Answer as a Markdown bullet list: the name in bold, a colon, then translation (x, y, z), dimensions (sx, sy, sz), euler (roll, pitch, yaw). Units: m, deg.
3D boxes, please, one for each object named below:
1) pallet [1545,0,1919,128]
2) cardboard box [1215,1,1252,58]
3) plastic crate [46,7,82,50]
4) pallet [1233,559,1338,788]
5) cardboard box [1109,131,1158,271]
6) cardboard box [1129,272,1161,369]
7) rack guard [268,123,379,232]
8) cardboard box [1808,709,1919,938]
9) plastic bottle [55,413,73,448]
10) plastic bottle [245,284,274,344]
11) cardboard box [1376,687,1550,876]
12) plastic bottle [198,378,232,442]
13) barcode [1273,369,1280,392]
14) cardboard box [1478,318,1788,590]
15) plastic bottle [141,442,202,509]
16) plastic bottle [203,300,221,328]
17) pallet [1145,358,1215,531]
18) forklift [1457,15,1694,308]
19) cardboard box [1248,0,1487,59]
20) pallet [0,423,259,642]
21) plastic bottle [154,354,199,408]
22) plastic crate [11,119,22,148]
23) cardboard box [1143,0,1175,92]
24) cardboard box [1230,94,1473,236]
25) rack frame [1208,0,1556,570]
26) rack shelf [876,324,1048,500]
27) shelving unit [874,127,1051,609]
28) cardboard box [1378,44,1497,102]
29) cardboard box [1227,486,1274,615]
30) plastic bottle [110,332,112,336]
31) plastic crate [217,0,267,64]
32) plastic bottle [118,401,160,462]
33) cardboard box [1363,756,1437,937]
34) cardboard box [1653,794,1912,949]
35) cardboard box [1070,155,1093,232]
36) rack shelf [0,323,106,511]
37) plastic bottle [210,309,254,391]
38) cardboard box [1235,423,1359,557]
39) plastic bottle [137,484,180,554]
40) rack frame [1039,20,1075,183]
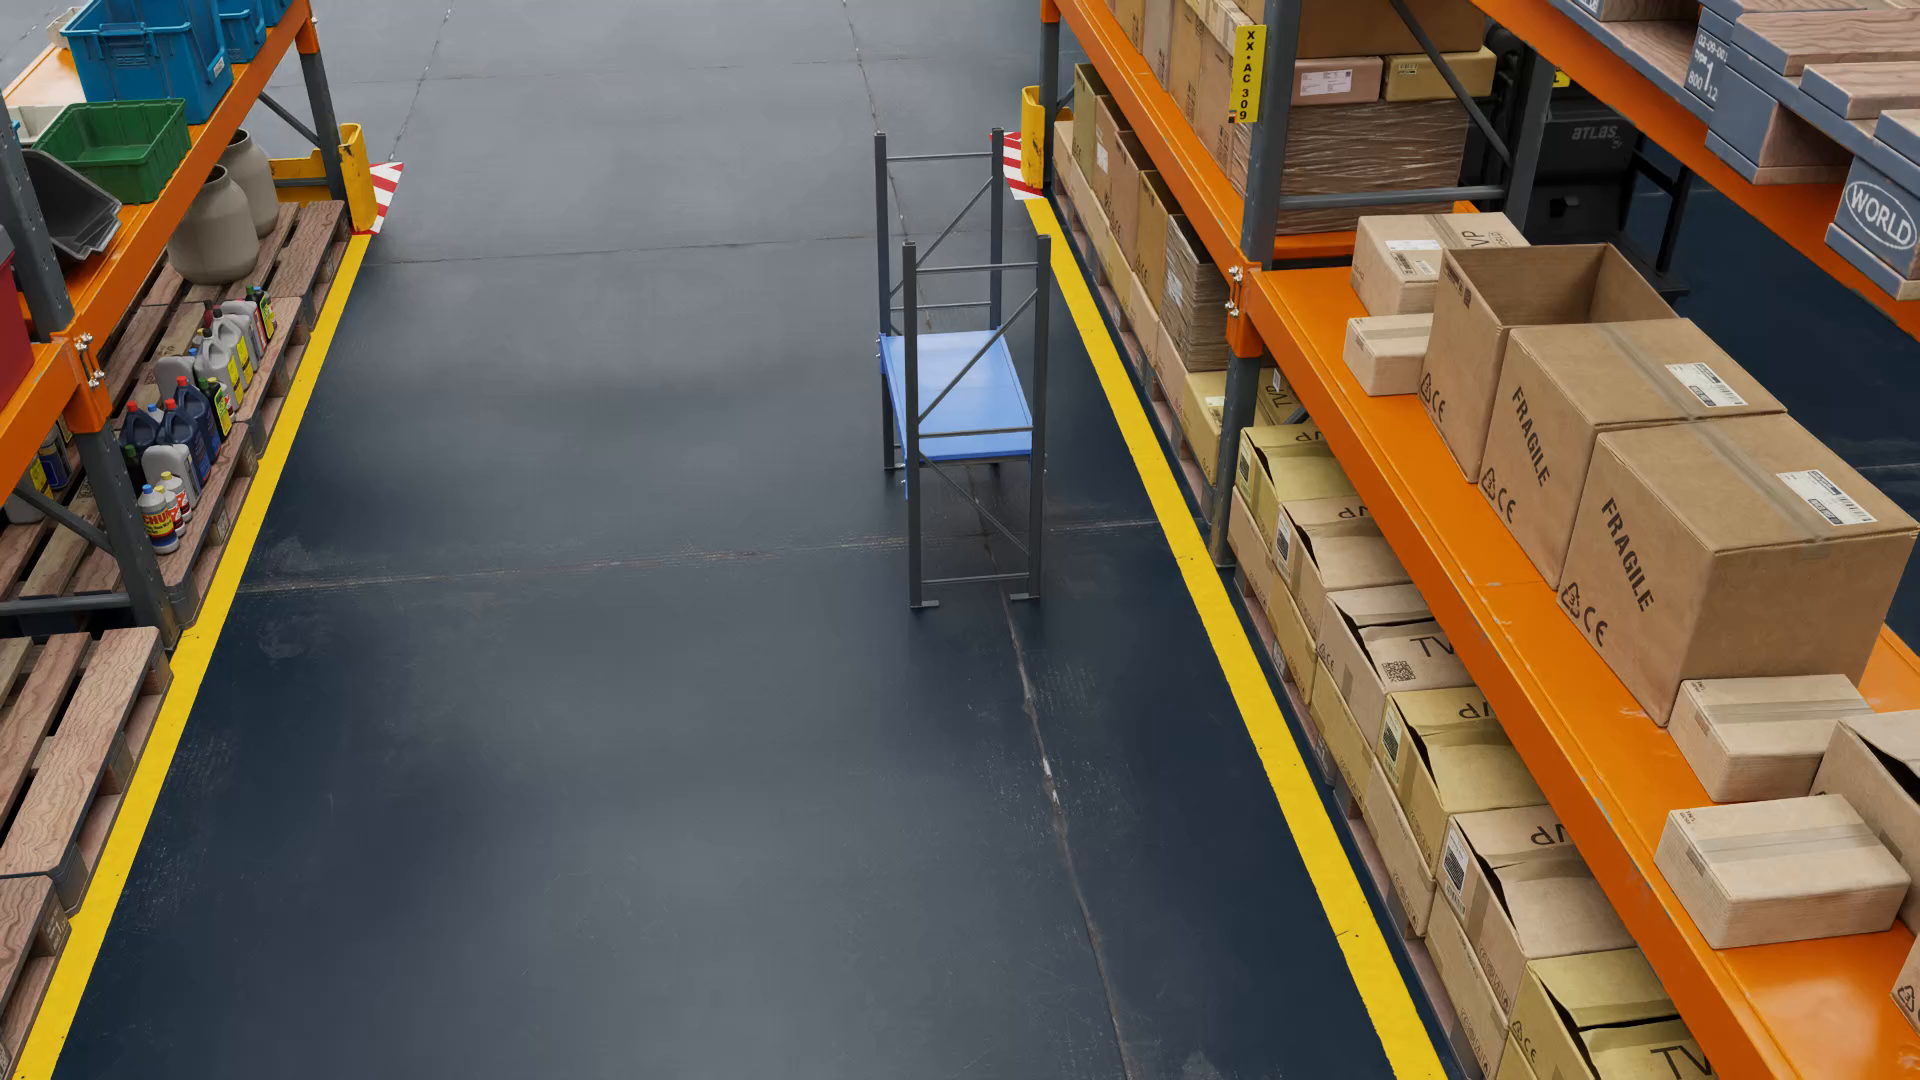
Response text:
- **pallet**: translation (1.705, -1.119, 3.232), dimensions (1.003, 0.211, 1.213), euler (-3, 34, -4)
- **cardboard box**: translation (1.182, -1.922, 6.242), dimensions (0.380, 0.149, 0.250), euler (-5, 35, -8)
- **plastic crate**: translation (-4.145, -2.420, 7.871), dimensions (0.298, 0.136, 0.250), euler (-4, 35, -6)
- **pallet**: translation (1.638, 0.367, 6.024), dimensions (1.003, 0.211, 1.213), euler (-4, 35, -6)
- **cardboard box**: translation (1.013, -1.619, 7.865), dimensions (0.500, 0.500, 0.500), euler (-4, 35, -6)
- **cardboard box**: translation (1.082, -1.031, 7.667), dimensions (0.500, 0.250, 0.500), euler (-4, 35, -6)
- **rack guard**: translation (-3.890, -1.981, 9.212), dimensions (1.175, 0.500, 0.348), euler (-4, 35, -6)
- **cardboard box**: translation (2.110, 0.562, 3.341), dimensions (0.500, 0.311, 0.500), euler (-5, 35, -7)
- **plastic bottle**: translation (-3.752, -0.527, 6.881), dimensions (0.061, 0.283, 0.133), euler (-4, 35, -6)
- **plastic bottle**: translation (-3.231, -1.056, 7.658), dimensions (0.061, 0.283, 0.133), euler (-4, 34, -5)
- **cardboard box**: translation (1.517, 0.645, 4.711), dimensions (0.500, 0.311, 0.500), euler (-3, 34, -5)
- **plastic bottle**: translation (-3.112, -0.562, 6.933), dimensions (0.061, 0.283, 0.133), euler (-3, 34, -4)
- **barcode**: translation (1.122, -0.565, 5.892), dimensions (0.001, 0.075, 0.075), euler (-4, 35, -6)
- **cardboard box**: translation (1.726, -0.231, 4.337), dimensions (0.500, 0.500, 0.500), euler (-4, 35, -6)
- **plastic bottle**: translation (-3.088, -0.266, 6.505), dimensions (0.152, 0.276, 0.135), euler (-3, 34, -5)
- **plastic bottle**: translation (-3.364, -0.969, 7.530), dimensions (0.061, 0.283, 0.133), euler (-4, 35, -6)
- **pallet**: translation (1.435, -0.488, 7.279), dimensions (1.003, 0.211, 1.213), euler (-4, 35, -6)
- **forklift**: translation (2.854, -2.321, 7.554), dimensions (1.130, 2.935, 3.031), euler (-5, 35, -7)
- **cardboard box**: translation (1.434, -2.018, 5.807), dimensions (0.700, 0.500, 0.500), euler (-4, 34, -6)
- **pallet**: translation (-3.458, -0.046, 6.630), dimensions (1.003, 0.211, 1.213), euler (-4, 35, -6)
- **plastic bottle**: translation (-3.332, -0.676, 7.106), dimensions (0.152, 0.276, 0.135), euler (-4, 35, -6)
- **plastic crate**: translation (-3.826, -1.356, 6.208), dimensions (0.499, 0.251, 0.616), euler (-4, 35, -6)
- **cardboard box**: translation (1.223, -2.342, 7.434), dimensions (0.700, 0.500, 0.500), euler (-3, 34, -5)
- **cardboard box**: translation (1.434, -1.482, 6.172), dimensions (0.700, 0.500, 0.500), euler (-5, 35, -8)
- **rack frame**: translation (1.500, -1.193, 5.838), dimensions (1.000, 3.000, 0.127), euler (-4, 35, -6)
- **rack shelf**: translation (-0.011, -0.519, 6.499), dimensions (0.538, 0.185, 1.000), euler (-4, 35, -6)
- **shelving unit**: translation (-0.011, -0.667, 6.397), dimensions (0.538, 1.500, 1.048), euler (-4, 35, -6)
- **cardboard box**: translation (1.656, -1.667, 5.868), dimensions (0.380, 0.149, 0.250), euler (-4, 35, -6)
- **cardboard box**: translation (1.309, 0.013, 6.136), dimensions (0.500, 0.250, 0.500), euler (-5, 35, -8)
- **plastic bottle**: translation (-4.012, -1.071, 7.691), dimensions (0.097, 0.271, 0.097), euler (0, 34, 0)
- **plastic crate**: translation (-3.501, -2.372, 7.698), dimensions (0.499, 0.251, 0.408), euler (-4, 35, -6)
- **plastic bottle**: translation (-3.249, -0.378, 6.603), dimensions (0.144, 0.351, 0.185), euler (-4, 35, -6)
- **cardboard box**: translation (1.516, 0.871, 4.877), dimensions (0.500, 0.250, 0.500), euler (-4, 34, -5)
- **cardboard box**: translation (1.643, 0.662, 3.339), dimensions (0.380, 0.149, 0.250), euler (-4, 35, -6)
- **cardboard box**: translation (0.885, -1.868, 8.896), dimensions (0.500, 0.250, 0.500), euler (-4, 35, -6)
- **rack shelf**: translation (-3.140, 0.593, 3.855), dimensions (1.077, 0.370, 4.000), euler (-4, 35, -6)
- **plastic bottle**: translation (-3.214, -0.836, 7.274), dimensions (0.144, 0.351, 0.185), euler (-3, 34, -4)
- **cardboard box**: translation (1.309, -0.213, 5.970), dimensions (0.500, 0.311, 0.500), euler (-4, 35, -6)
- **plastic bottle**: translation (-3.017, -0.086, 6.244), dimensions (0.097, 0.271, 0.097), euler (0, 34, 0)
- **rack frame**: translation (0.962, -3.426, 9.113), dimensions (1.000, 3.000, 0.127), euler (-4, 35, -6)
